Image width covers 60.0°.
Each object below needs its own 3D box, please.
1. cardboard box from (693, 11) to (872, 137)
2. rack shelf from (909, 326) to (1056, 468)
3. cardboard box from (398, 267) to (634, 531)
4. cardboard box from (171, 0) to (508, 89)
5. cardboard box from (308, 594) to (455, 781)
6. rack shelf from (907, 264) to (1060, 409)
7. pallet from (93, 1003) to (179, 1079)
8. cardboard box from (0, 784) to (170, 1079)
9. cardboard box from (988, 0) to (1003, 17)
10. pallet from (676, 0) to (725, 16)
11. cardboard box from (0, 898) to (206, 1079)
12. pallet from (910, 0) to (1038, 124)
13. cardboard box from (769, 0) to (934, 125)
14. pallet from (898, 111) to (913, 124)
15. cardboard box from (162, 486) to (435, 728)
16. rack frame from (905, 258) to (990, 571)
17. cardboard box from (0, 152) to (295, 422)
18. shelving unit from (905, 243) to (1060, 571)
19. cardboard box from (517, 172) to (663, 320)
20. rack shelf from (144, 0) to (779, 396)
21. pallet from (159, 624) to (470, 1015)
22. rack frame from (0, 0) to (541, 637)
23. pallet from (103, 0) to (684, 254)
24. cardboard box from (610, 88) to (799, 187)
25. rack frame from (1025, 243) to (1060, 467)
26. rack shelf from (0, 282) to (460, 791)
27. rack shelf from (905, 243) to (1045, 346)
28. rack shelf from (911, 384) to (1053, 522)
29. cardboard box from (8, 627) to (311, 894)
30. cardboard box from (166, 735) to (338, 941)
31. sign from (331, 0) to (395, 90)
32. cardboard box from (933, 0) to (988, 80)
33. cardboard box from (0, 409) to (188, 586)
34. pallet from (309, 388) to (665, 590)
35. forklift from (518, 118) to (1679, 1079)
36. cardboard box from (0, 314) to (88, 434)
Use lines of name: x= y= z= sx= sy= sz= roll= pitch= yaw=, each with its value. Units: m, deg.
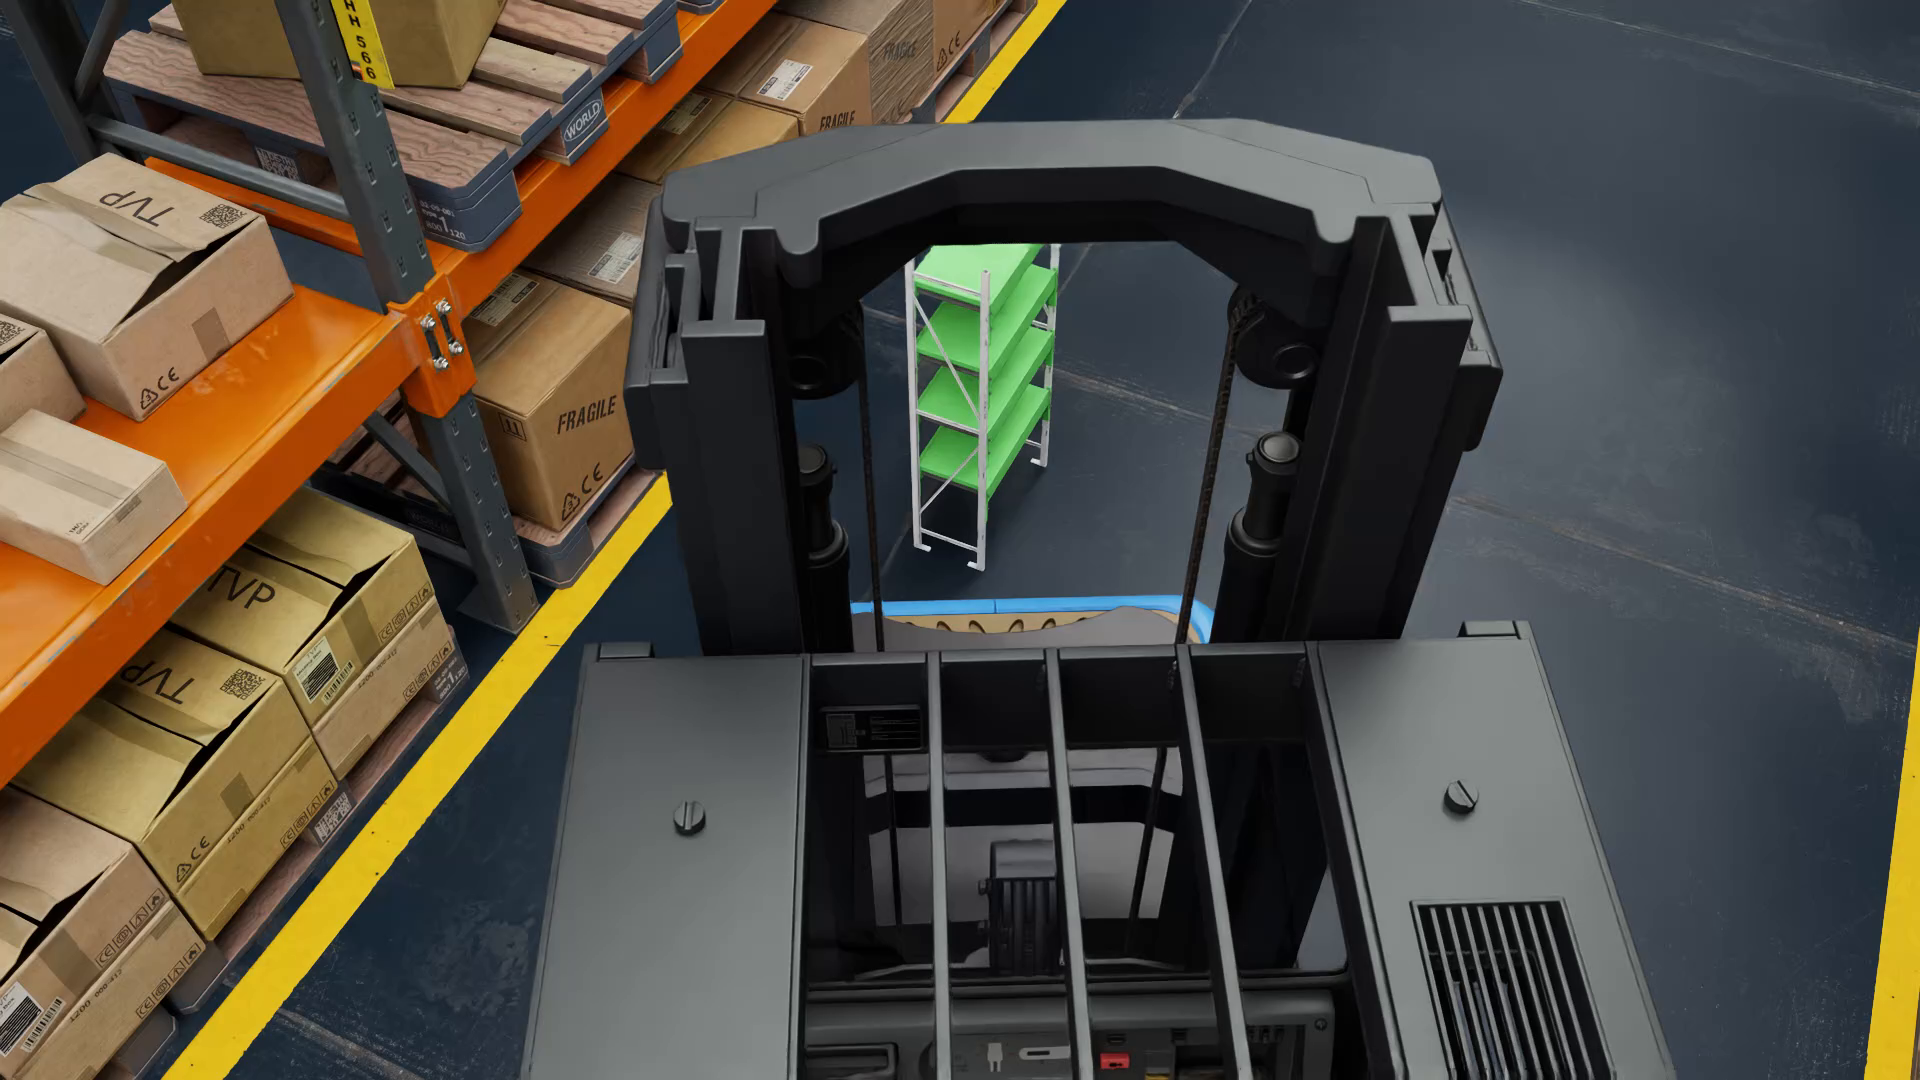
cardboard box: x=-0.648 y=-1.505 z=5.914 sx=0.500 sy=0.500 sz=0.500 roll=18 pitch=52 yaw=15
rack shelf: x=0.071 y=-0.461 z=4.939 sx=0.258 sy=0.148 sz=0.480 roll=20 pitch=52 yaw=16
cardboard box: x=-1.303 y=-0.438 z=5.006 sx=0.500 sy=0.500 sz=0.500 roll=22 pitch=53 yaw=18
cardboard box: x=-1.589 y=-1.524 z=4.236 sx=0.700 sy=0.500 sz=0.500 roll=4 pitch=50 yaw=4
cardboard box: x=-1.761 y=0.311 z=4.545 sx=0.500 sy=0.250 sz=0.500 roll=21 pitch=53 yaw=17
rack shelf: x=0.071 y=-0.617 z=4.756 sx=0.258 sy=0.148 sz=0.480 roll=20 pitch=52 yaw=16
pallet: x=-2.666 y=1.410 z=3.912 sx=1.003 sy=0.211 sz=1.213 roll=20 pitch=52 yaw=16
cardboard box: x=-2.192 y=0.836 z=3.731 sx=0.500 sy=0.311 sz=0.500 roll=19 pitch=52 yaw=16
cardboard box: x=0.001 y=-2.539 z=6.793 sx=0.500 sy=0.500 sz=0.500 roll=20 pitch=52 yaw=16
pallet: x=-0.930 y=-2.164 z=5.248 sx=1.003 sy=0.211 sz=1.213 roll=20 pitch=52 yaw=16
cardboard box: x=-2.195 y=1.013 z=3.948 sx=0.500 sy=0.250 sz=0.500 roll=21 pitch=53 yaw=17
pallet: x=-0.361 y=-2.163 z=6.952 sx=1.003 sy=0.211 sz=1.213 roll=20 pitch=52 yaw=16
cardboard box: x=-0.433 y=-1.856 z=6.212 sx=0.500 sy=0.500 sz=0.500 roll=20 pitch=53 yaw=17
pallet: x=-0.881 y=-1.320 z=6.235 sx=1.003 sy=0.211 sz=1.213 roll=20 pitch=52 yaw=16
cardboard box: x=-1.757 y=0.129 z=4.332 sx=0.500 sy=0.311 sz=0.500 roll=21 pitch=53 yaw=17
rack frame: x=-0.034 y=-0.335 z=4.747 sx=0.240 sy=1.200 sz=0.015 roll=20 pitch=52 yaw=16
cardboard box: x=-1.951 y=-0.620 z=3.867 sx=0.500 sy=0.311 sz=0.500 roll=23 pitch=53 yaw=18
shelving unit: x=0.071 y=-0.503 z=4.890 sx=0.258 sy=1.200 sz=0.503 roll=20 pitch=52 yaw=16
cardboard box: x=-1.085 y=-0.800 z=5.314 sx=0.500 sy=0.500 sz=0.500 roll=18 pitch=52 yaw=15
rack shelf: x=-0.902 y=-2.029 z=5.480 sx=1.077 sy=0.370 sz=4.000 roll=20 pitch=52 yaw=16
pallet: x=-2.143 y=0.573 z=4.624 sx=1.003 sy=0.211 sz=1.213 roll=20 pitch=52 yaw=16
rack frame: x=-1.756 y=-0.885 z=4.034 sx=1.000 sy=3.000 sz=0.127 roll=20 pitch=52 yaw=16
pallet: x=-1.530 y=-1.313 z=4.523 sx=1.213 sy=0.211 sz=1.003 roll=20 pitch=52 yaw=16
cardboard box: x=-0.866 y=-1.144 z=5.606 sx=0.500 sy=0.500 sz=0.500 roll=19 pitch=52 yaw=16
rack frame: x=0.175 y=-0.671 z=5.033 sx=0.240 sy=1.200 sz=0.015 roll=20 pitch=52 yaw=16
rack shelf: x=-2.611 y=0.725 z=3.136 sx=1.077 sy=0.370 sz=4.000 roll=20 pitch=52 yaw=16
rack shelf: x=0.071 y=-0.772 z=4.573 sx=0.258 sy=0.148 sz=0.480 roll=20 pitch=52 yaw=16
rack shelf: x=0.071 y=-0.306 z=5.121 sx=0.258 sy=0.148 sz=0.480 roll=20 pitch=52 yaw=16
cardboard box: x=-1.974 y=0.489 z=4.026 sx=0.500 sy=0.311 sz=0.500 roll=19 pitch=52 yaw=16
cardboard box: x=-1.978 y=0.668 z=4.242 sx=0.500 sy=0.250 sz=0.500 roll=19 pitch=52 yaw=16
sign: x=-1.253 y=-1.082 z=3.441 sx=0.100 sy=0.325 sz=0.005 roll=20 pitch=52 yaw=16
cardboard box: x=-0.218 y=-2.201 z=6.506 sx=0.500 sy=0.500 sz=0.500 roll=20 pitch=52 yaw=16
cardboard box: x=-1.891 y=-0.095 z=3.526 sx=0.380 sy=0.149 sz=0.250 roll=20 pitch=52 yaw=16
pallet: x=-1.403 y=-0.483 z=5.523 sx=1.003 sy=0.211 sz=1.213 roll=20 pitch=52 yaw=16
forklift: x=0.123 y=1.002 z=2.473 sx=1.130 sy=2.935 sz=3.031 roll=-1 pitch=50 yaw=-1
cardboard box: x=-2.314 y=-0.303 z=3.597 sx=0.500 sy=0.311 sz=0.500 roll=19 pitch=52 yaw=16
